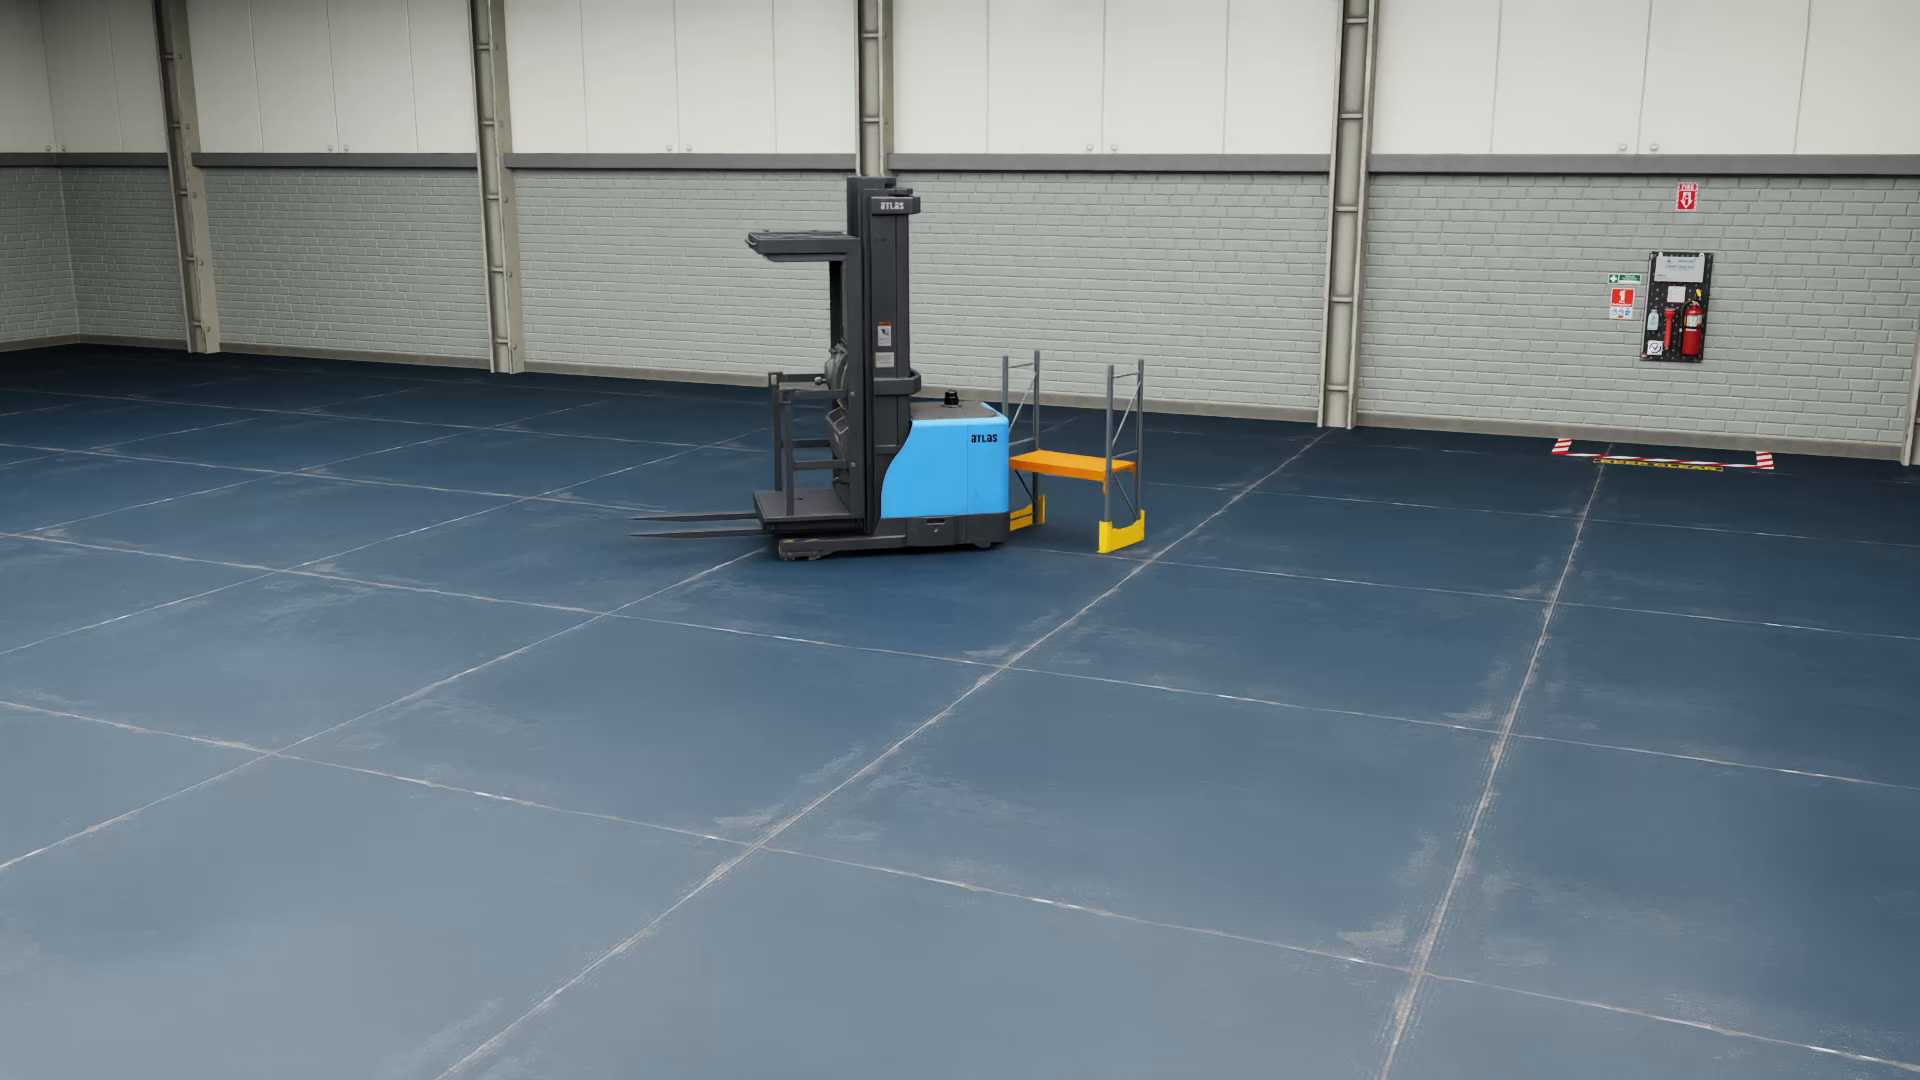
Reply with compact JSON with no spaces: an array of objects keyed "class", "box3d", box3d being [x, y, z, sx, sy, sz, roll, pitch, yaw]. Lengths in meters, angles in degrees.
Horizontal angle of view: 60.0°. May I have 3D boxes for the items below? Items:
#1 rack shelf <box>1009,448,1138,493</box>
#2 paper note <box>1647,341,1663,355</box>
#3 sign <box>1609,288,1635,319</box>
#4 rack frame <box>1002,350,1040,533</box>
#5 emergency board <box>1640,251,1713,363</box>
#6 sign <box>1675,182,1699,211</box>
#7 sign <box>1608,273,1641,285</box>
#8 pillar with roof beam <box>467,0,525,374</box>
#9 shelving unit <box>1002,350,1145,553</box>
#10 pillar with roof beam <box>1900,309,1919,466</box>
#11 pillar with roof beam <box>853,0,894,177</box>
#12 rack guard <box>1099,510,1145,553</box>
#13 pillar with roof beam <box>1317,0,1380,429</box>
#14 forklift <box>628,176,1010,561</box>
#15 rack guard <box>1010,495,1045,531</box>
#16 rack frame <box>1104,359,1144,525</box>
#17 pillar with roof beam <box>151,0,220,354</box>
[{"class":"rack shelf","box3d":[0.914,-0.577,13.718,1.000,0.185,0.538,10,16,36]},{"class":"paper note","box3d":[7.514,-2.078,17.974,0.142,0.148,0.016,6,14,23]},{"class":"sign","box3d":[7.184,-2.566,18.048,0.234,0.329,0.001,6,14,23]},{"class":"rack frame","box3d":[0.509,-0.822,13.977,0.032,1.500,0.500,10,16,36]},{"class":"emergency board","box3d":[7.648,-2.476,17.742,0.643,1.169,0.194,6,14,23]},{"class":"sign","box3d":[7.681,-3.626,17.569,0.199,0.298,0.001,6,14,23]},{"class":"sign","box3d":[7.184,-2.822,17.978,0.331,0.109,0.001,6,14,23]},{"class":"pillar with roof beam","box3d":[-8.310,-5.927,19.314,0.400,9.000,9.100,6,14,23]},{"class":"shelving unit","box3d":[0.921,-0.751,13.672,1.083,1.500,0.587,10,16,36]},{"class":"pillar with roof beam","box3d":[8.148,-4.261,12.216,0.400,9.000,9.100,6,14,23]},{"class":"pillar with roof beam","box3d":[-2.824,-5.372,16.948,0.400,9.000,9.100,6,14,23]},{"class":"rack guard","box3d":[1.318,-0.074,13.521,0.087,0.250,0.587,10,16,36]},{"class":"pillar with roof beam","box3d":[2.662,-4.816,14.582,0.400,9.000,9.100,6,14,23]},{"class":"forklift","box3d":[-1.165,-1.394,13.278,3.031,2.935,1.130,-3,13,-11]},{"class":"rack guard","box3d":[0.525,-0.211,14.108,0.087,0.250,0.587,10,16,36]},{"class":"rack frame","box3d":[1.319,-0.682,13.378,0.032,1.500,0.500,10,16,36]},{"class":"pillar with roof beam","box3d":[-13.795,-6.482,21.680,0.400,9.000,9.100,6,14,23]}]
